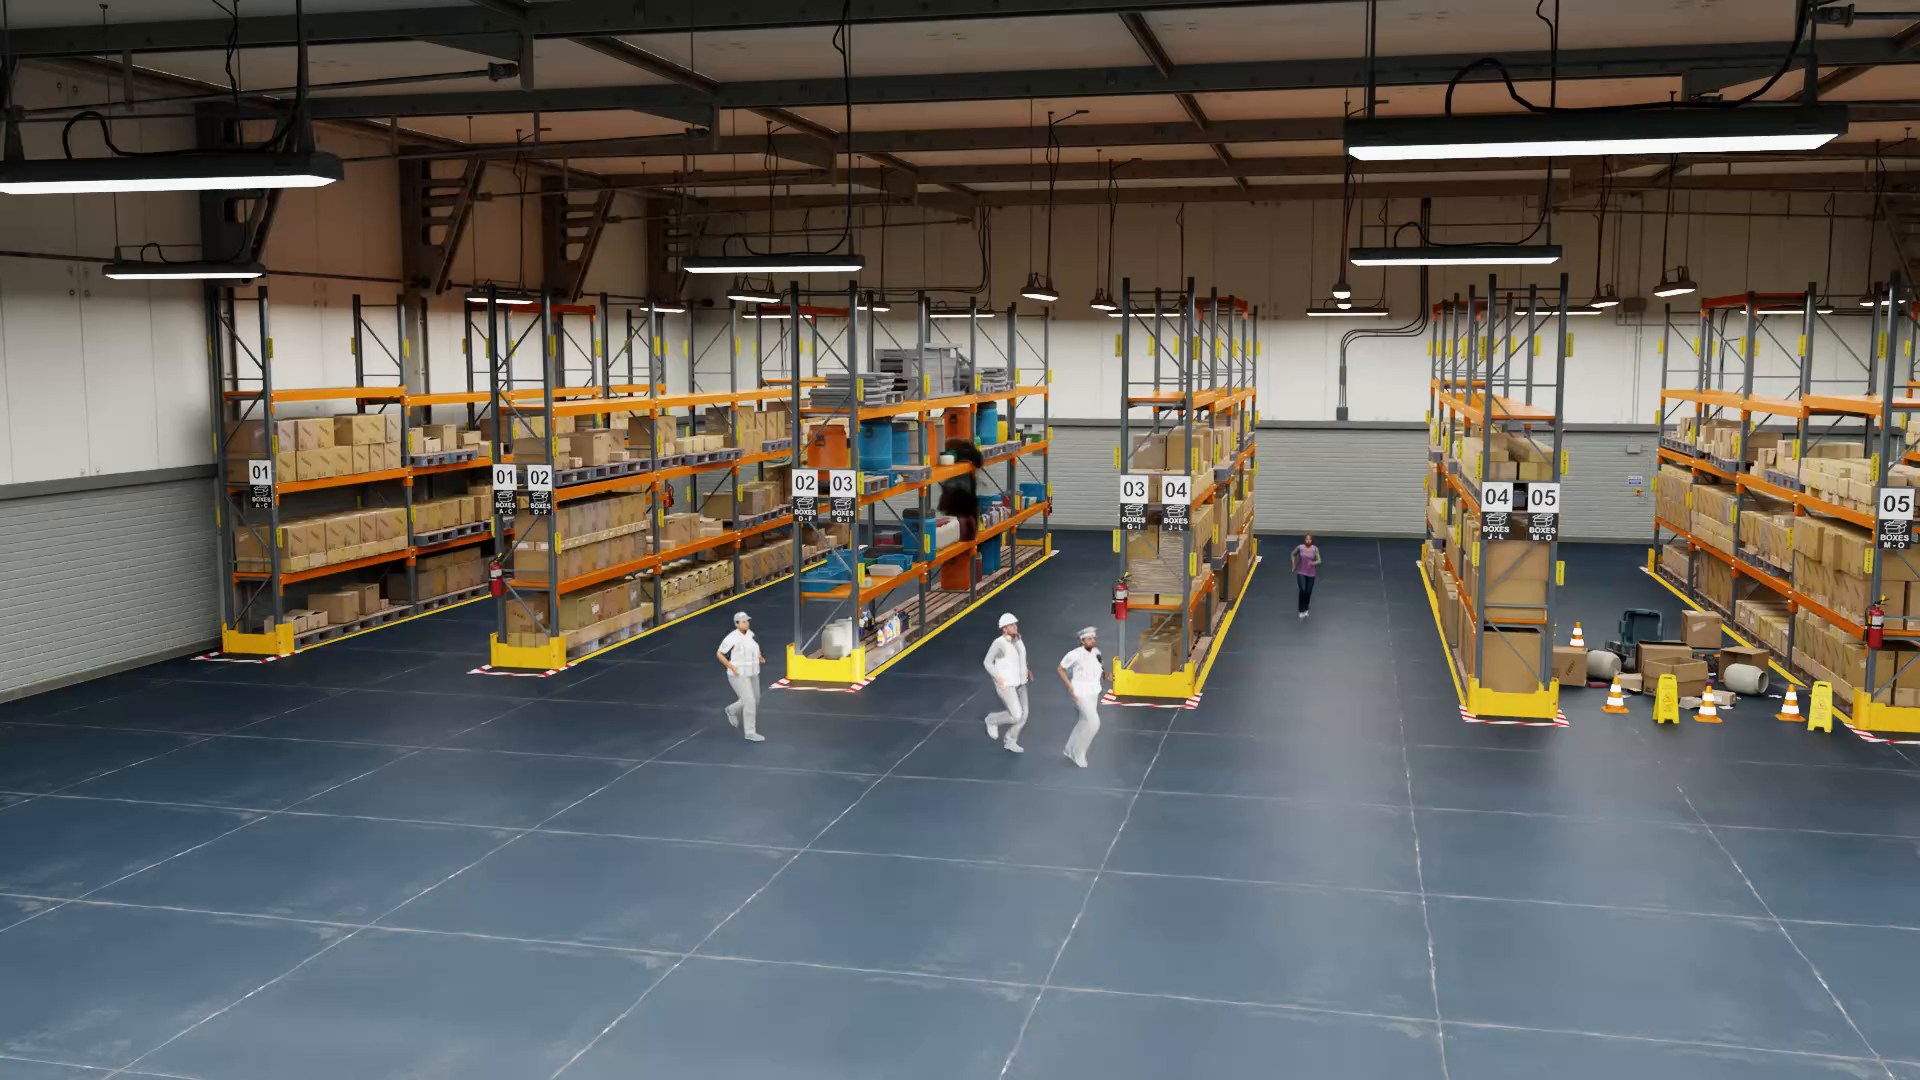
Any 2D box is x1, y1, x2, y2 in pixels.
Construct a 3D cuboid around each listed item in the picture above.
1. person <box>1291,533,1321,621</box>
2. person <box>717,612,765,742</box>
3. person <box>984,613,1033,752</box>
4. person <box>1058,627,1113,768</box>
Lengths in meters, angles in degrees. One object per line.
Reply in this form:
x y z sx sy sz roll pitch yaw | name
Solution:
6.406 0.680 30.781 0.517 1.622 0.670 0 7 3 | person
-2.803 1.737 21.416 0.784 1.632 0.620 5 8 37 | person
0.611 1.777 20.770 0.581 1.732 0.665 6 9 44 | person
1.540 1.887 20.020 0.548 1.728 0.682 -6 9 -43 | person
